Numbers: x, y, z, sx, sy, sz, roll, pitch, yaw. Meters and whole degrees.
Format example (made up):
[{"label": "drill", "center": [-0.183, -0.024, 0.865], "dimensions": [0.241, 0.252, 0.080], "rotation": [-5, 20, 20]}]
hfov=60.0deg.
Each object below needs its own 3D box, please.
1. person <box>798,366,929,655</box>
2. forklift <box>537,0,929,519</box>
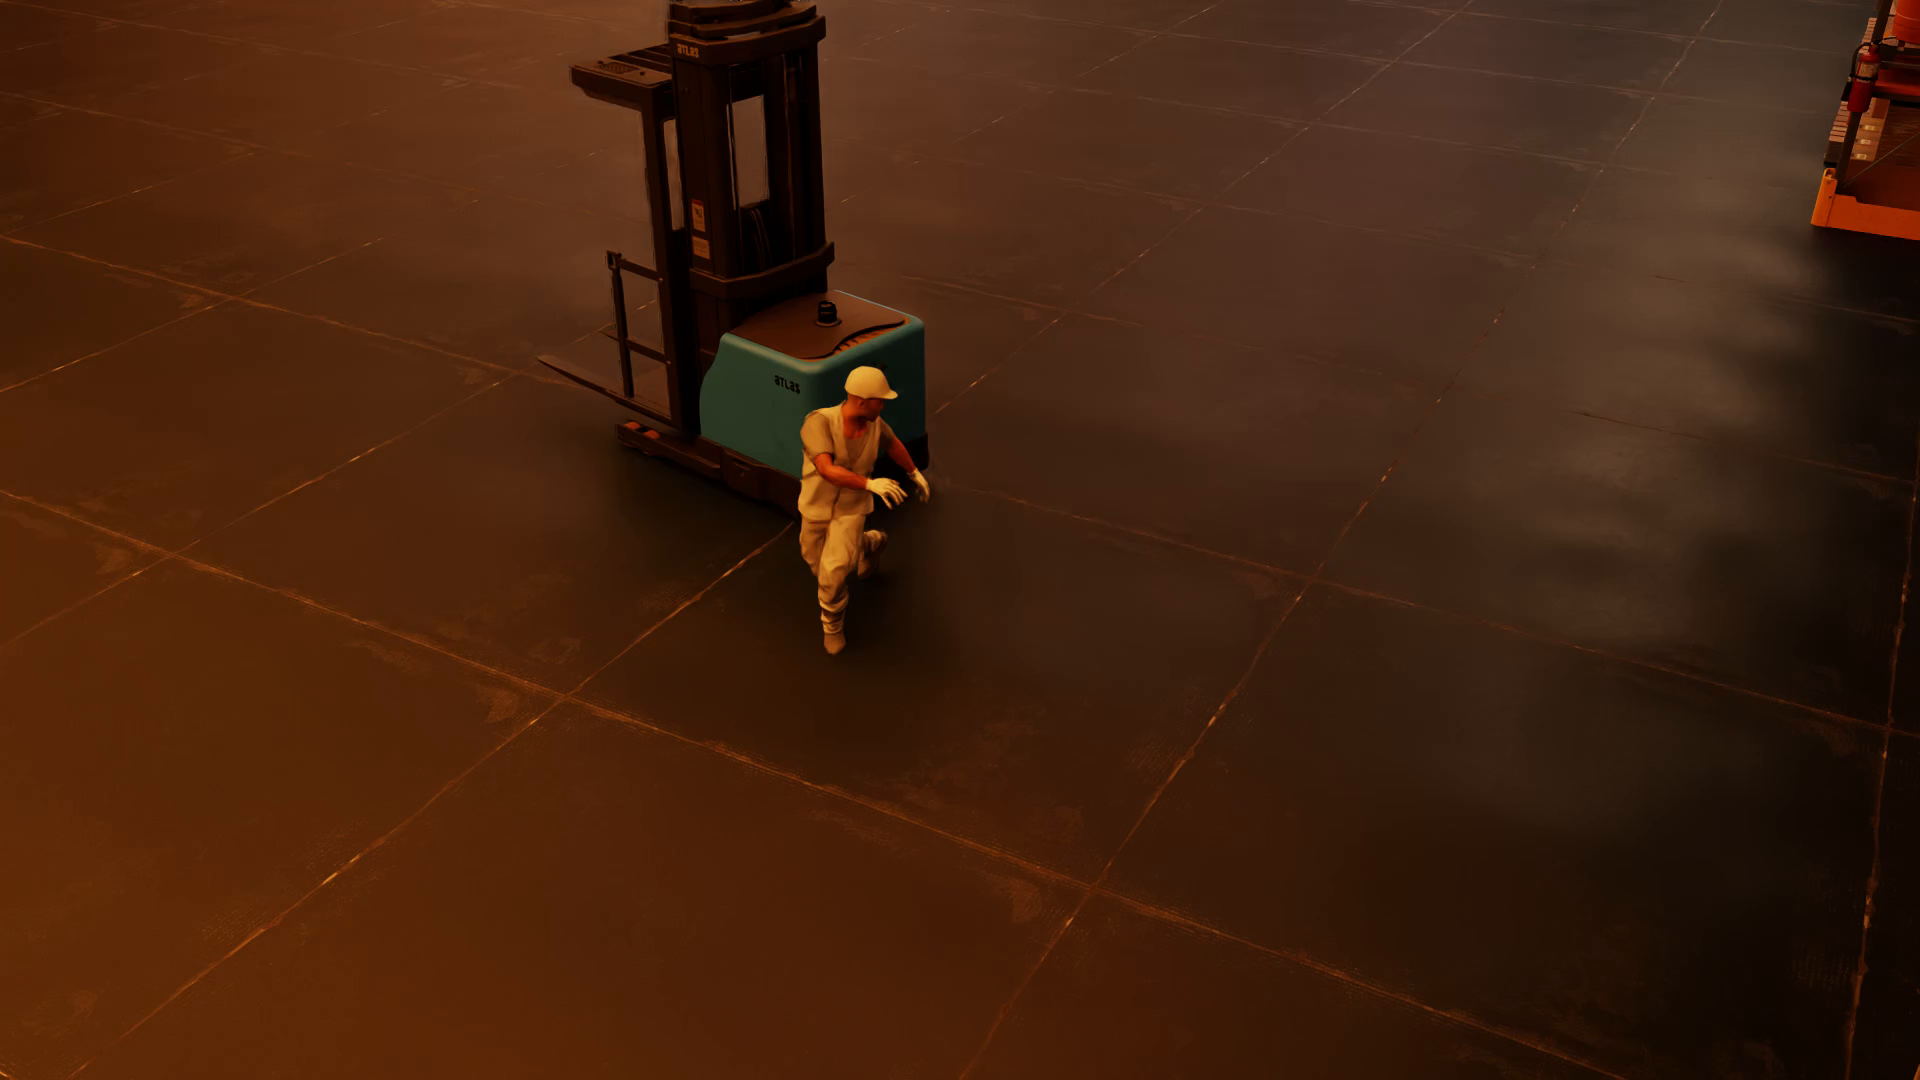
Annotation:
[{"label": "person", "center": [-0.530, -0.231, 8.936], "dimensions": [0.686, 1.541, 0.952], "rotation": [2, 30, 3]}, {"label": "forklift", "center": [-1.644, -2.000, 10.535], "dimensions": [3.031, 2.935, 1.130], "rotation": [23, 37, 35]}]
